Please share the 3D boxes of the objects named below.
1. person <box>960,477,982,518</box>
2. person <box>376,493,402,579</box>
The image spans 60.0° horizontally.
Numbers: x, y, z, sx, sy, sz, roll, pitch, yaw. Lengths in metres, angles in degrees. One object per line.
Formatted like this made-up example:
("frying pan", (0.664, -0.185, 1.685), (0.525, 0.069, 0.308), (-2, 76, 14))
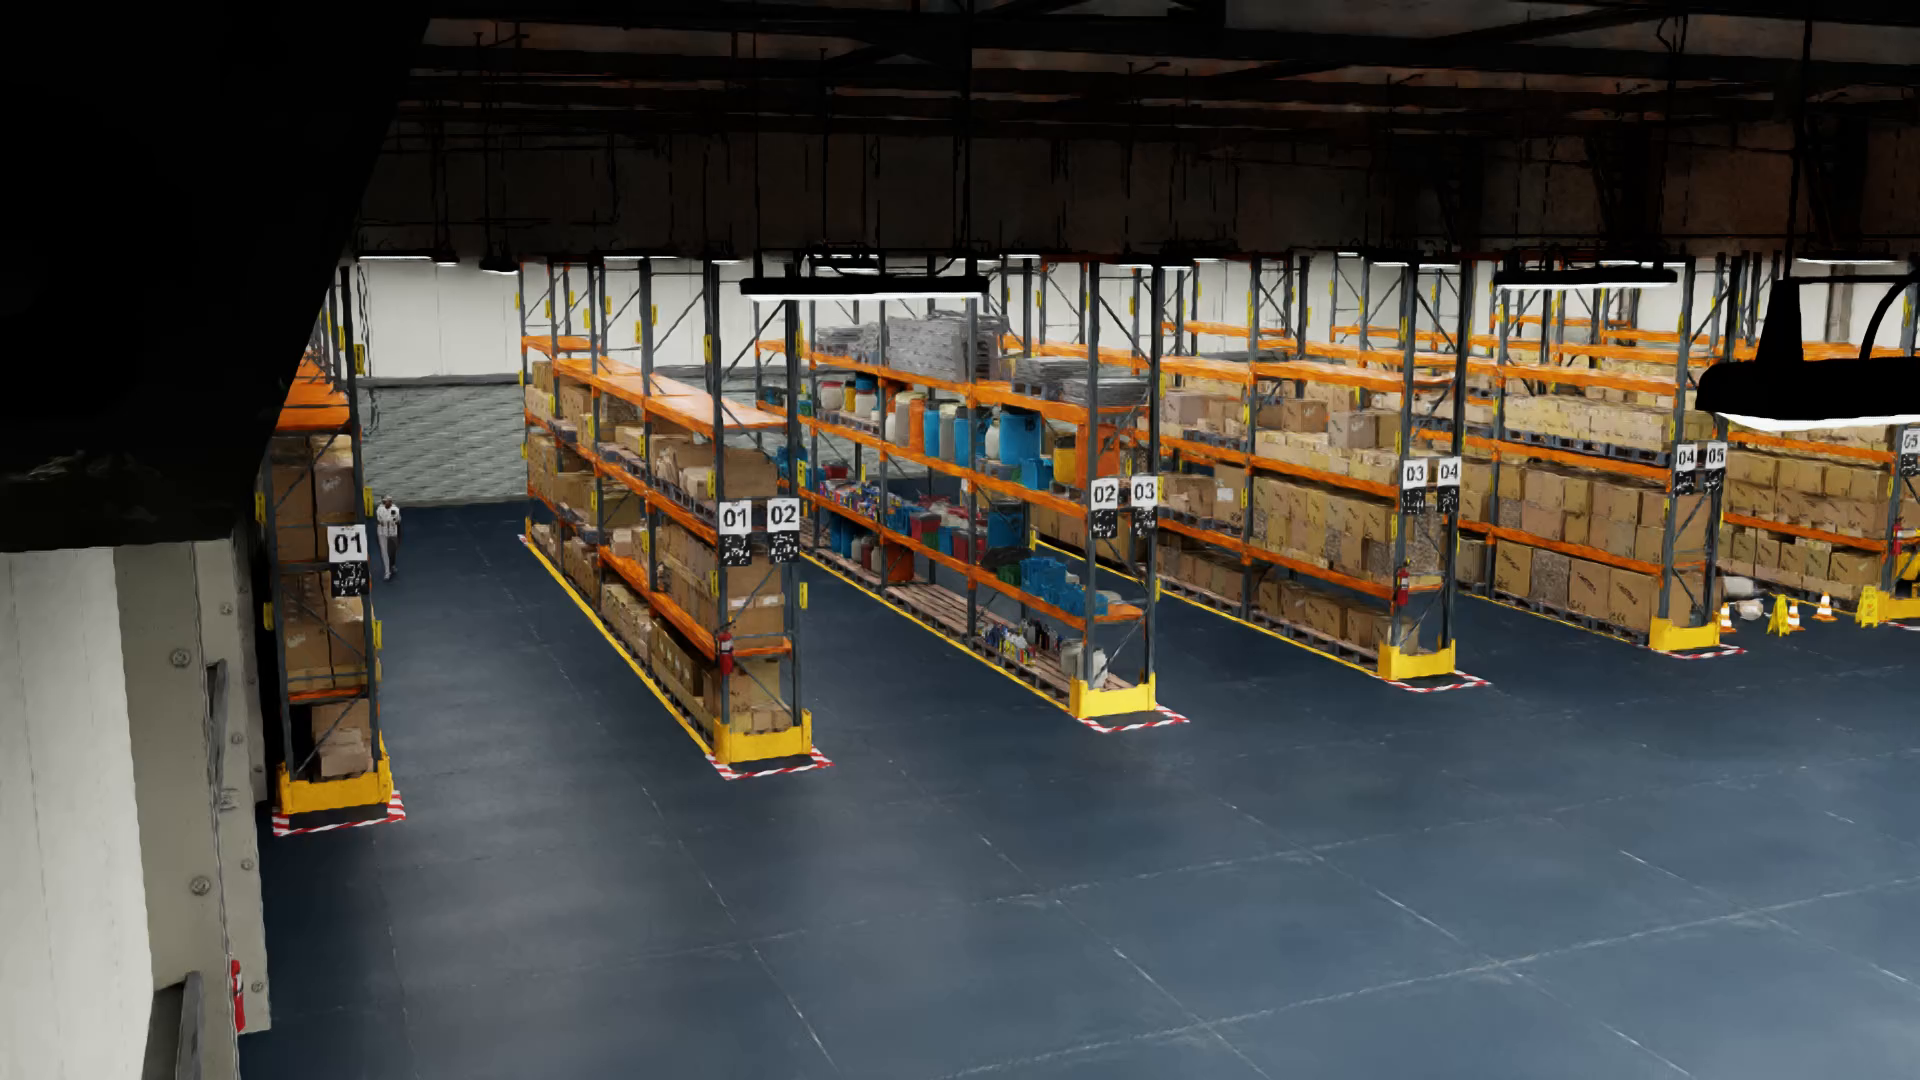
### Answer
("person", (0.161, -1.093, 36.040), (0.580, 1.787, 0.723), (-3, 11, -16))
("person", (-10.688, -0.116, 31.163), (0.445, 1.587, 1.081), (-5, 11, -24))
